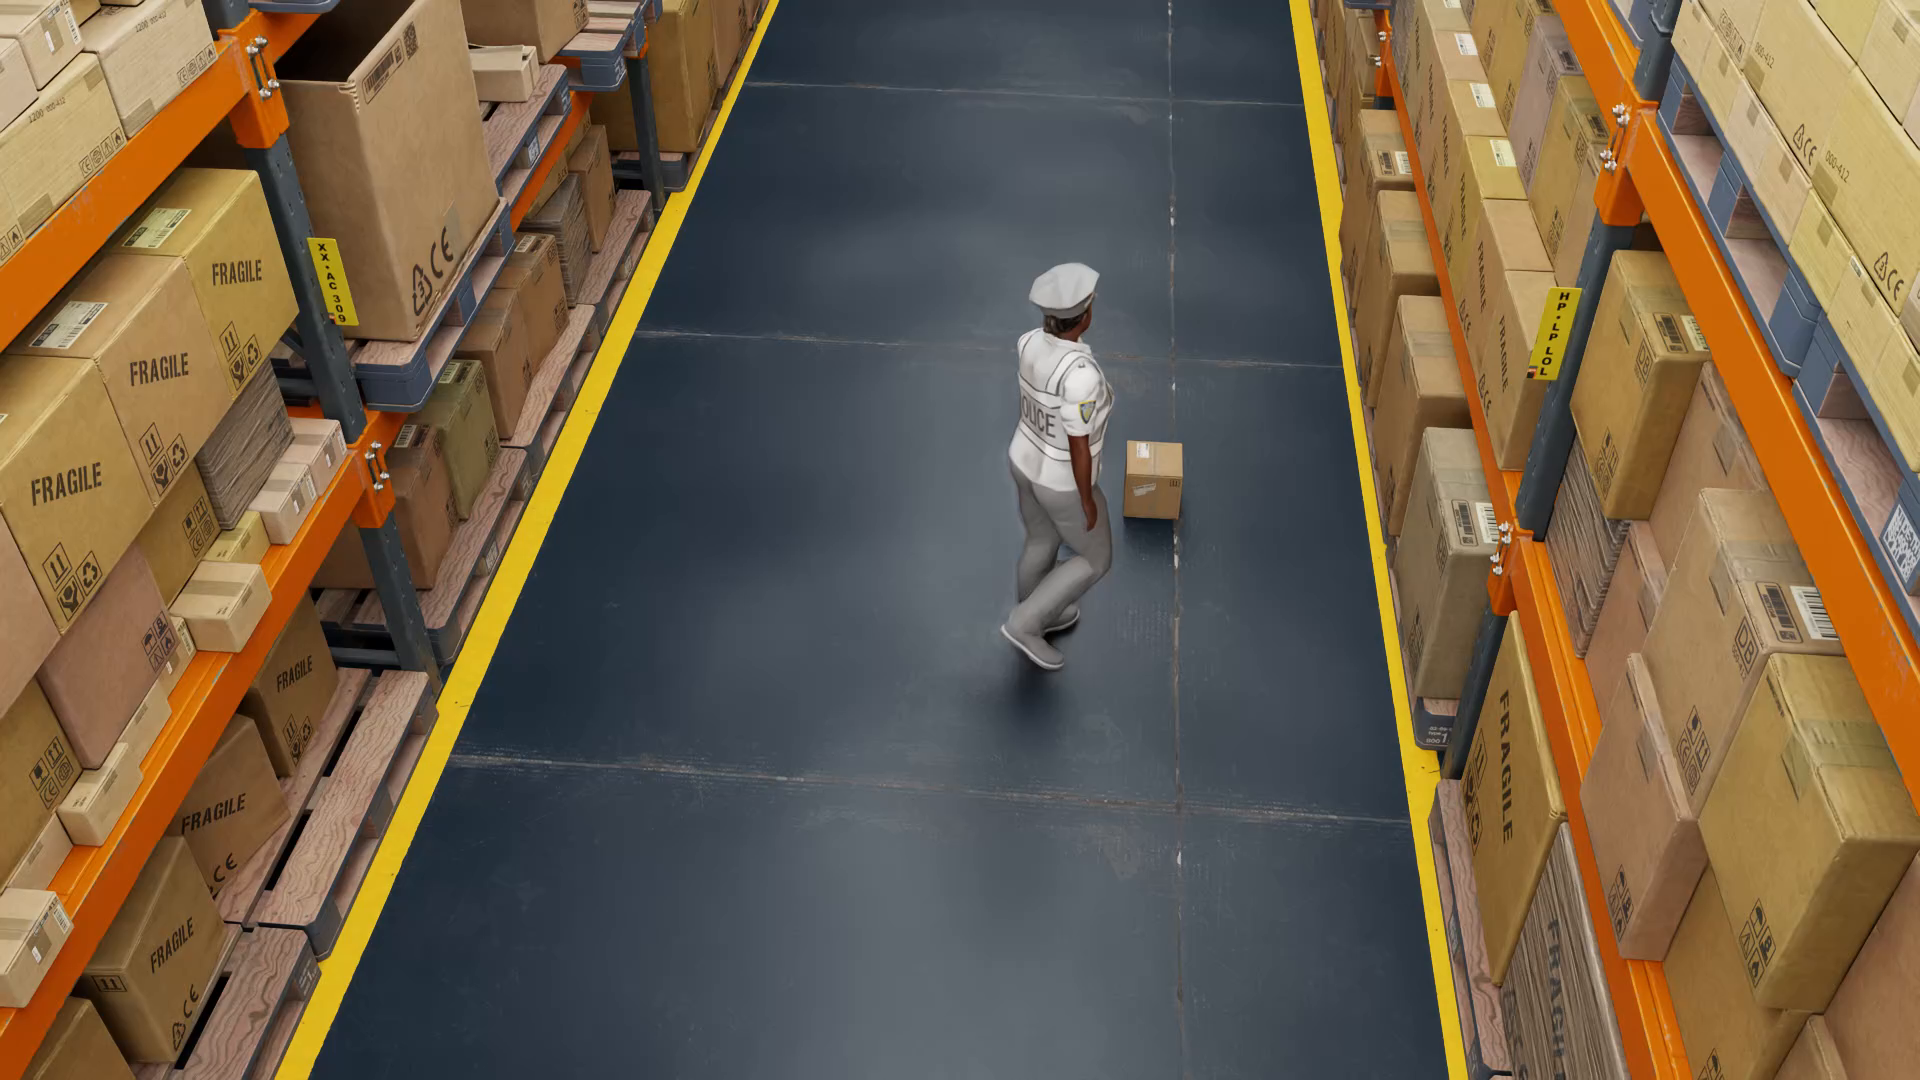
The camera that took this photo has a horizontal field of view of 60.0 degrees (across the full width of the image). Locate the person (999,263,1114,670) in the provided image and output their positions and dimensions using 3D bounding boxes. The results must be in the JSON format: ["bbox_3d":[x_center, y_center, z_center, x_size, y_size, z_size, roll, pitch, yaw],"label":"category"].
[{"bbox_3d":[0.334,-0.228,6.404,0.496,1.665,0.534,-19,44,-21],"label":"person"}]
